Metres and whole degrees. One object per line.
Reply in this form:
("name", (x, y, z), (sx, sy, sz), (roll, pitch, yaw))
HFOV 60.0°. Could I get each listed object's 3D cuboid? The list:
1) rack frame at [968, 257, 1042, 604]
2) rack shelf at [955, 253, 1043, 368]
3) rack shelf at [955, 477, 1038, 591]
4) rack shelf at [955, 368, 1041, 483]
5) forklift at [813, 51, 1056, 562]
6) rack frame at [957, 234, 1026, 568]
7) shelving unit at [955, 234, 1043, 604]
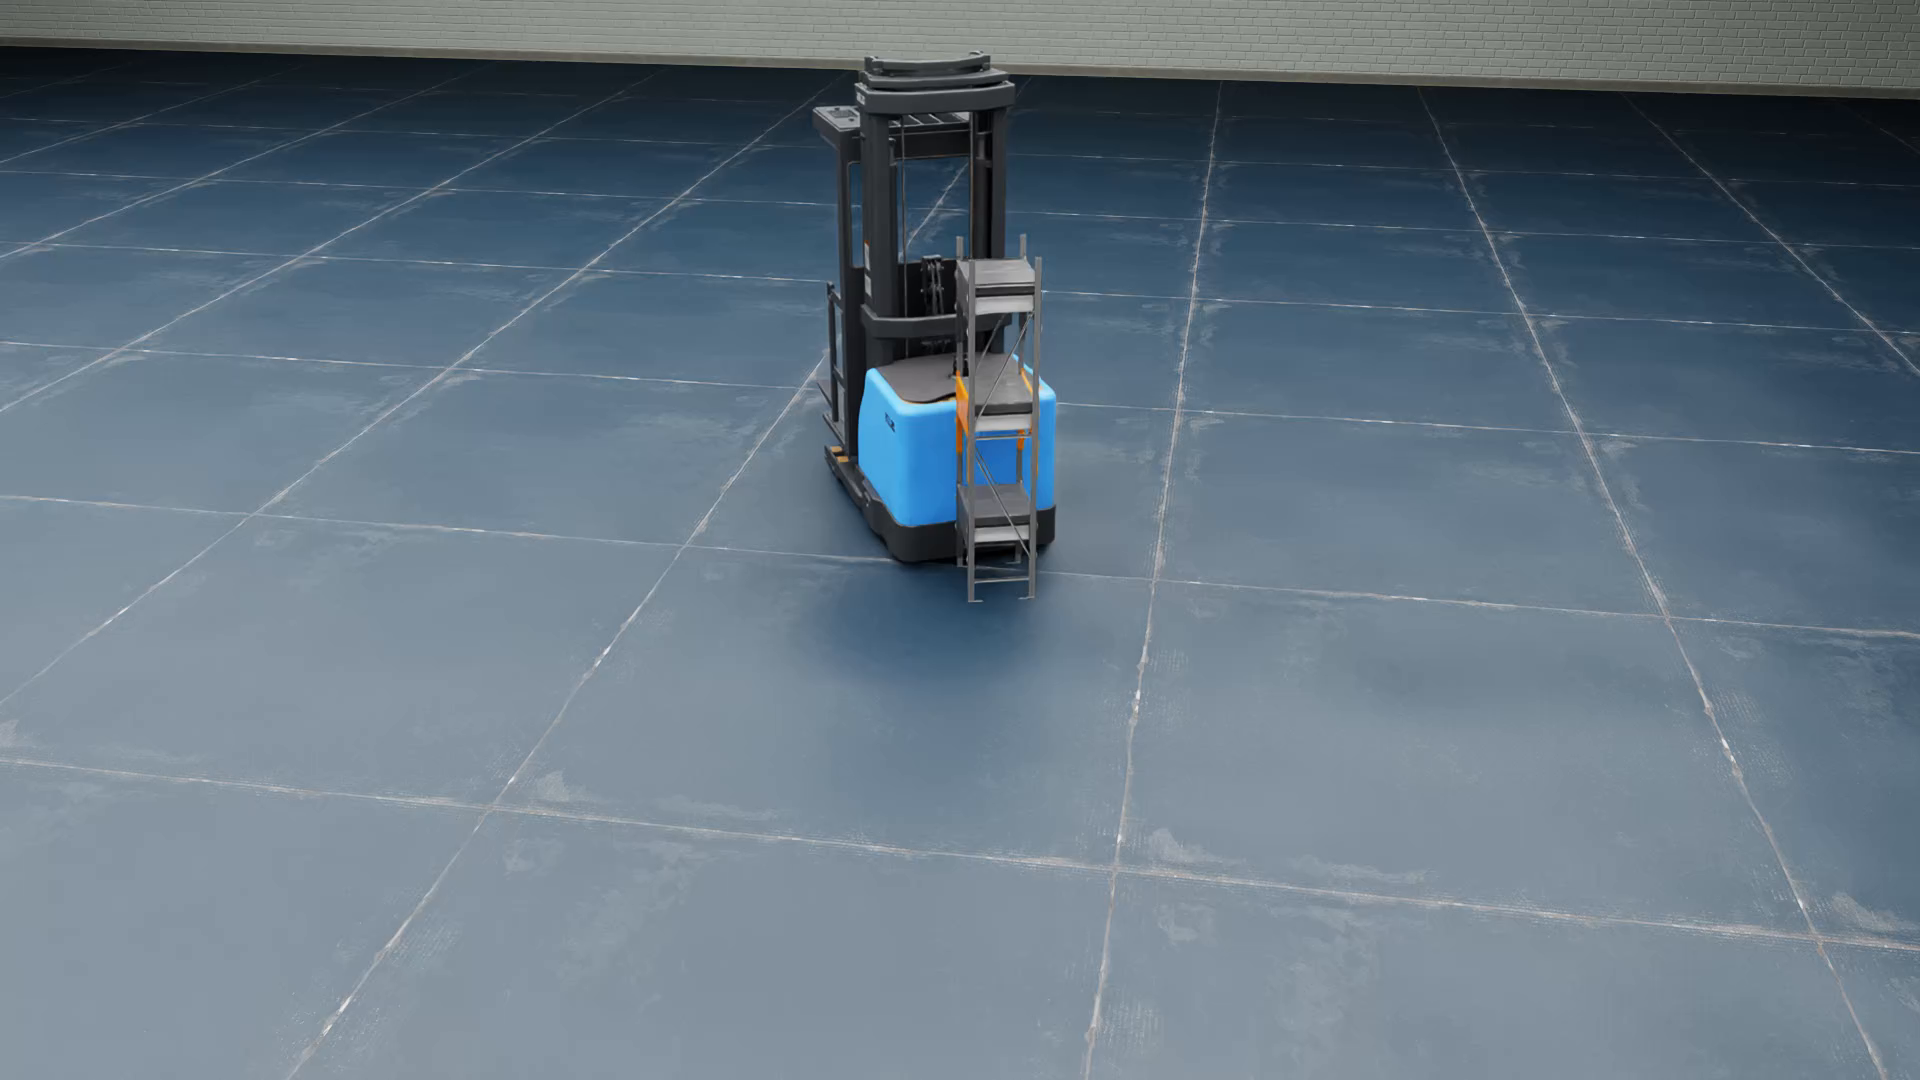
("rack frame", (0.248, -0.584, 9.521), (0.400, 2.100, 0.015), (-3, 25, -7))
("rack shelf", (0.214, -1.308, 9.449), (0.431, 0.518, 0.480), (-3, 25, -7))
("rack shelf", (0.214, -0.040, 10.042), (0.431, 0.518, 0.480), (-3, 25, -7))
("rack shelf", (0.214, -0.674, 9.746), (0.431, 0.518, 0.480), (-3, 25, -7))
("forklift", (-0.324, -1.794, 11.126), (1.130, 2.935, 3.031), (-8, 26, -16))
("rack frame", (0.181, -0.789, 9.959), (0.400, 2.100, 0.015), (-3, 25, -7))
("shelving unit", (0.214, -0.686, 9.740), (0.431, 2.100, 0.503), (-3, 25, -7))
